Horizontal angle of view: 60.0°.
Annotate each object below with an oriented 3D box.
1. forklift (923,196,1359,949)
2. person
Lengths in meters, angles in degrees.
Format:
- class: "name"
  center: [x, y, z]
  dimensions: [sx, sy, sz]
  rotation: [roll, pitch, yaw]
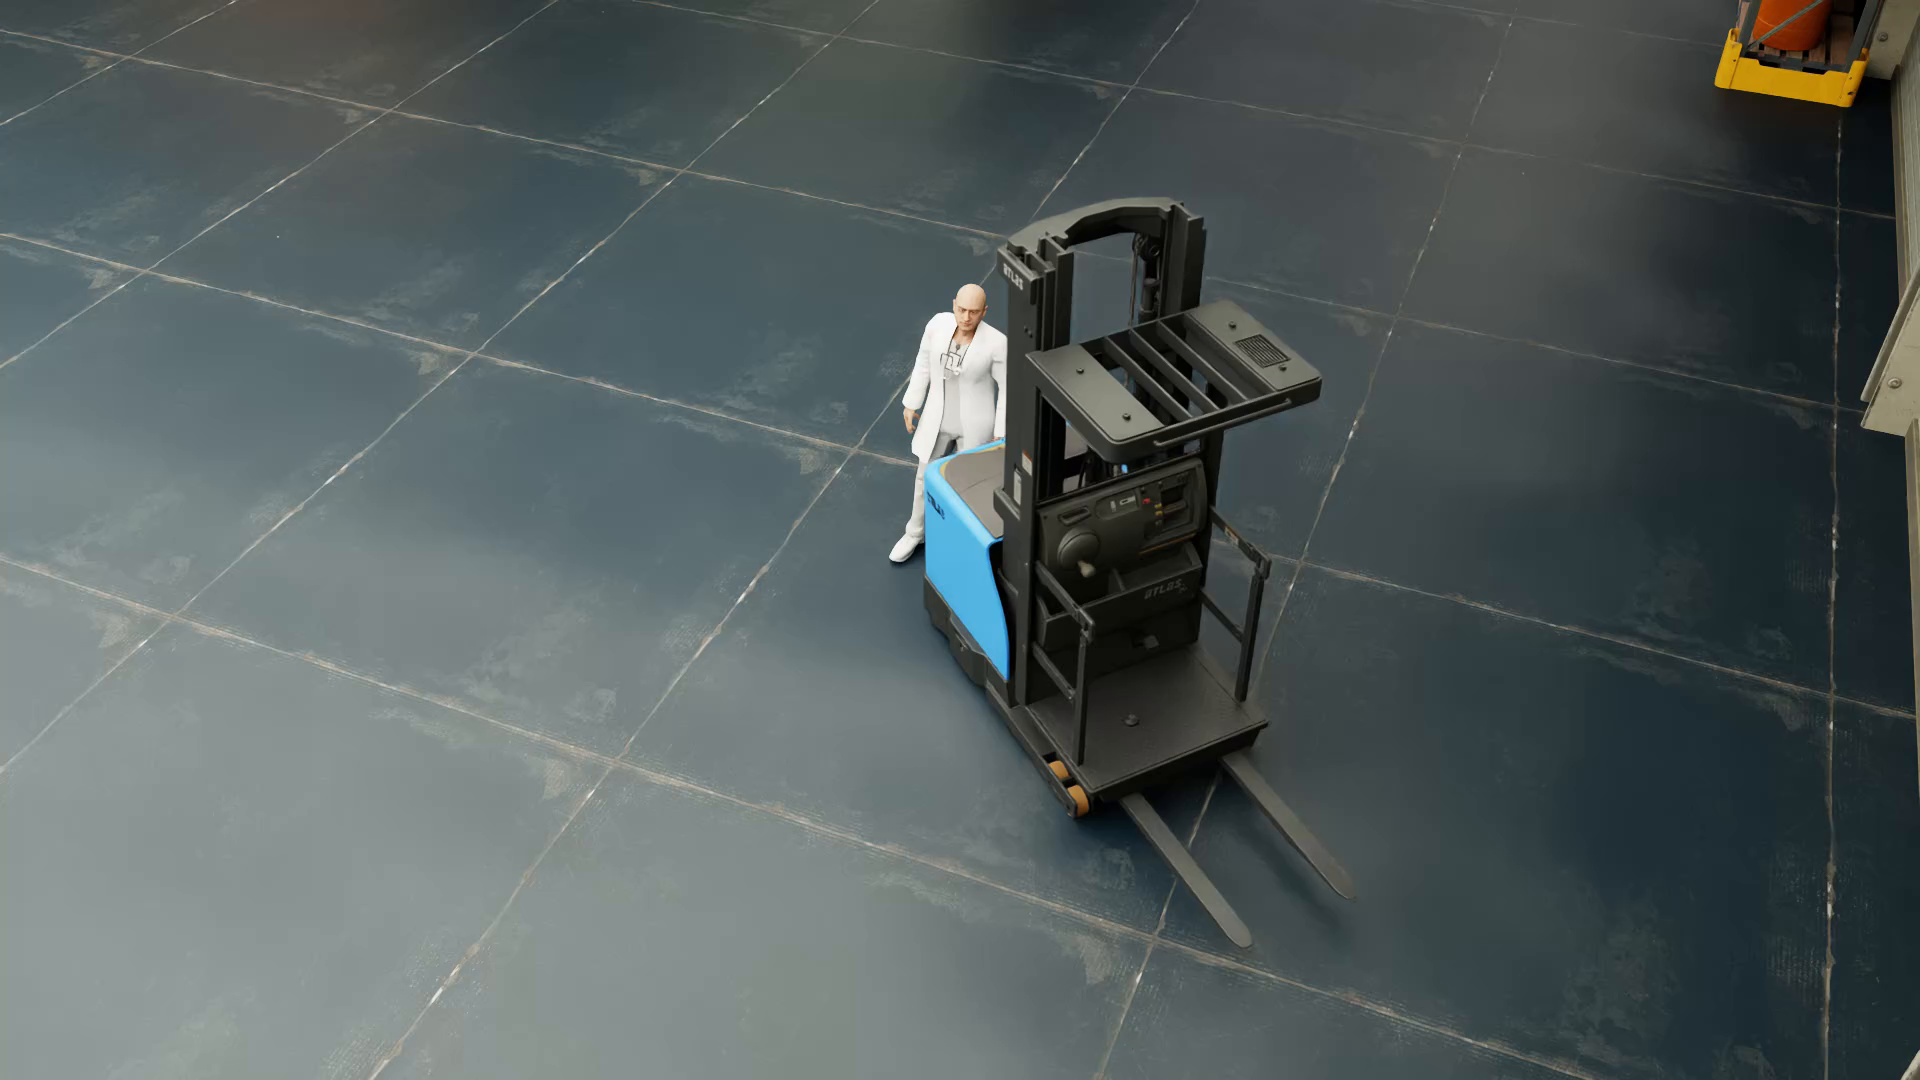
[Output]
- class: "forklift"
  center: [0.911, -0.024, 8.035]
  dimensions: [1.130, 2.935, 3.031]
  rotation: [-18, 43, -21]
- class: "person"
  center: [-0.040, -0.633, 9.650]
  dimensions: [0.696, 1.775, 0.575]
  rotation: [15, 42, 17]
